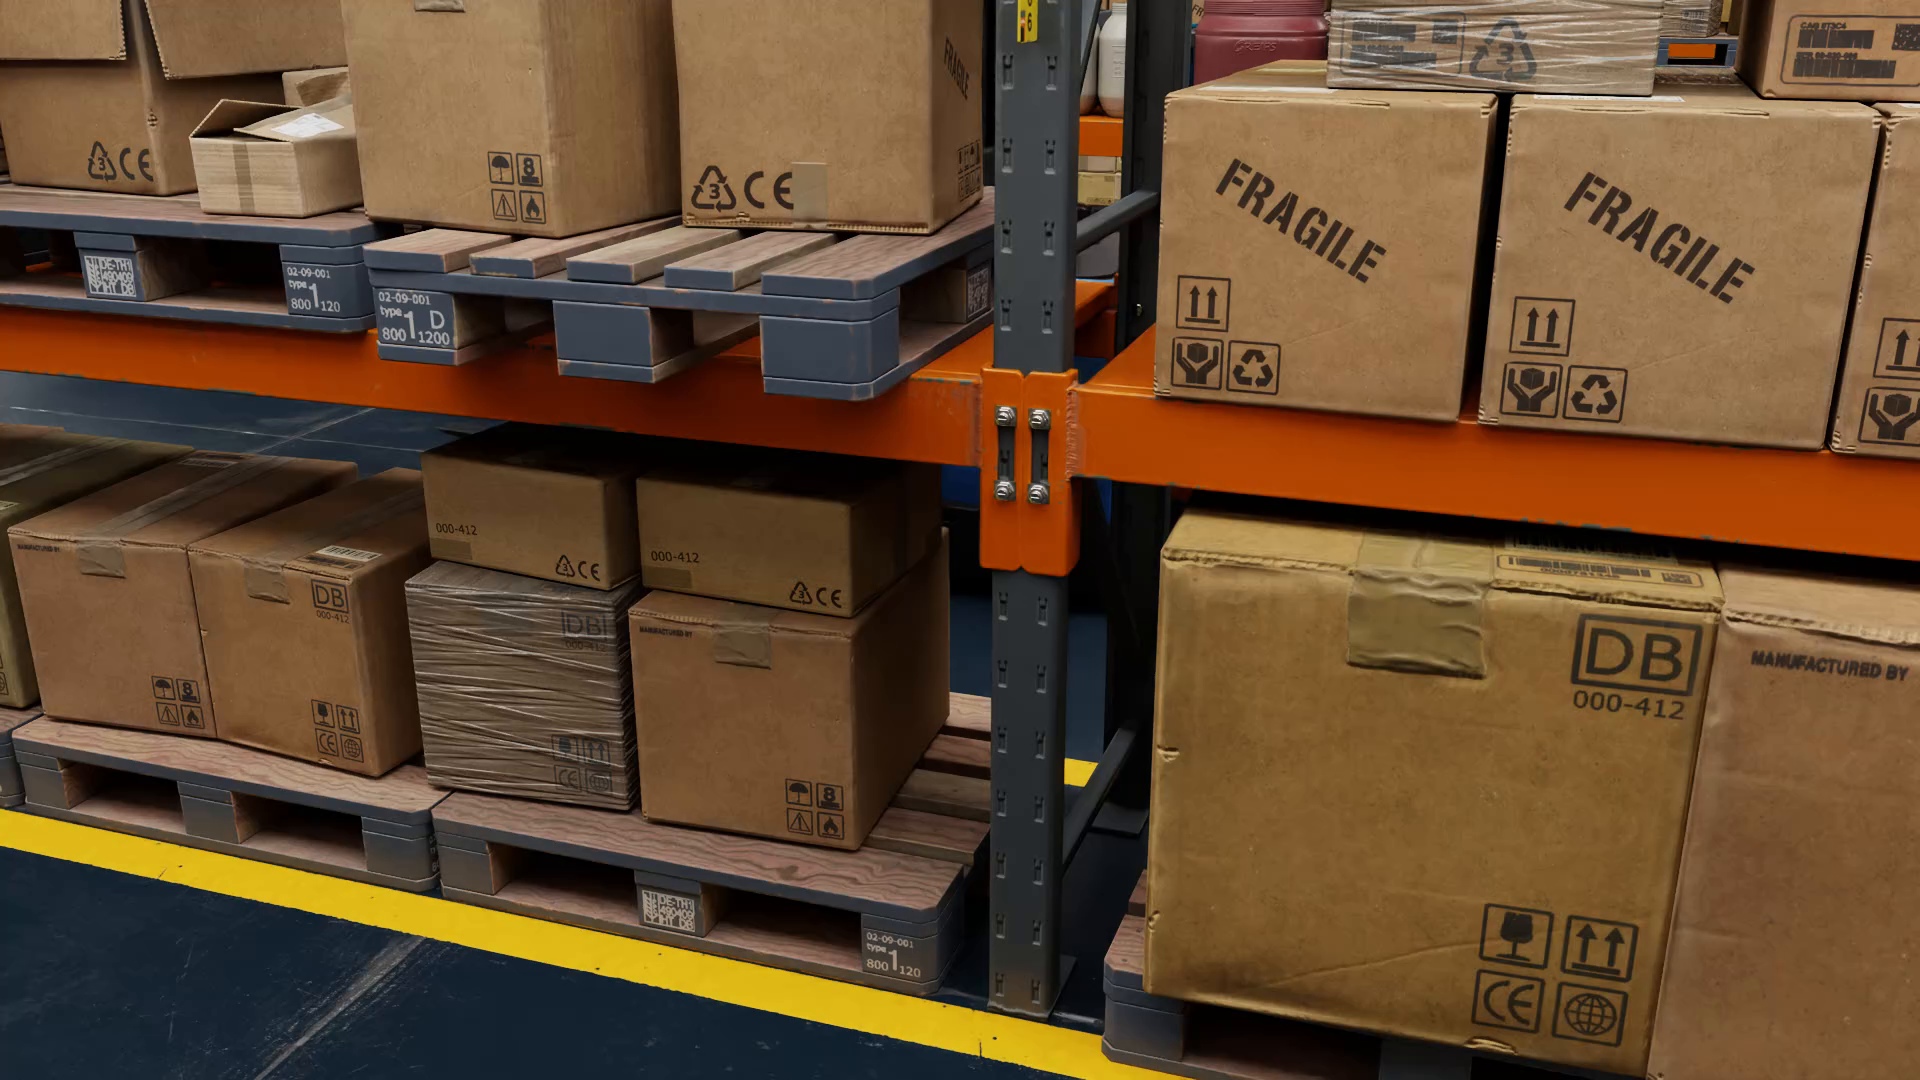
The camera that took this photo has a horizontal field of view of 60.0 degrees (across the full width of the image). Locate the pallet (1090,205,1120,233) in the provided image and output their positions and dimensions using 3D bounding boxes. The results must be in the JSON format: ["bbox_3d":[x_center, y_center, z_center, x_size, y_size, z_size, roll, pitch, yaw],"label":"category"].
[{"bbox_3d":[1.620,-2.612,13.248,1.213,0.211,1.003,7,20,18],"label":"pallet"}]

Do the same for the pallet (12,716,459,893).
[{"bbox_3d":[-1.608,0.484,4.366,1.213,0.211,1.003,7,20,18],"label":"pallet"}]

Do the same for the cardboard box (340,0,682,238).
[{"bbox_3d":[-0.805,-0.936,3.414,0.500,0.500,0.700,10,21,26],"label":"cardboard box"}]

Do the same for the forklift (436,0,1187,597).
[{"bbox_3d":[-0.611,-1.502,5.931,3.031,2.935,1.130,9,21,25],"label":"forklift"}]

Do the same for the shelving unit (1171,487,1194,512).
[{"bbox_3d":[0.810,-0.432,5.494,0.189,1.200,0.258,9,21,25],"label":"shelving unit"}]

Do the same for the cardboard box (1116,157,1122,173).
[{"bbox_3d":[1.516,-3.004,12.825,0.500,0.311,0.500,7,20,20],"label":"cardboard box"}]

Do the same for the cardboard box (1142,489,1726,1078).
[{"bbox_3d":[0.924,0.271,3.332,0.875,0.875,1.225,6,20,16],"label":"cardboard box"}]

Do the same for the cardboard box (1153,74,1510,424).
[{"bbox_3d":[0.649,-0.525,2.875,0.500,0.500,0.500,7,20,20],"label":"cardboard box"}]

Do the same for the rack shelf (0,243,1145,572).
[{"bbox_3d":[-1.611,-0.492,4.022,4.000,0.370,1.077,7,20,18],"label":"rack shelf"}]

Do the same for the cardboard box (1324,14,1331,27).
[{"bbox_3d":[2.752,-3.810,12.584,0.500,0.311,0.500,6,20,17],"label":"cardboard box"}]

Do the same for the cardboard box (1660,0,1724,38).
[{"bbox_3d":[4.966,-3.749,11.485,0.500,0.500,0.700,11,22,28],"label":"cardboard box"}]

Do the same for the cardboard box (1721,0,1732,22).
[{"bbox_3d":[6.985,-5.133,15.612,0.500,0.500,0.500,7,20,20],"label":"cardboard box"}]

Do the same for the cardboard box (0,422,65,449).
[{"bbox_3d":[-2.927,-0.002,4.653,0.500,0.500,0.700,5,20,14],"label":"cardboard box"}]

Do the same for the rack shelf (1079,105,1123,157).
[{"bbox_3d":[0.015,-2.032,8.440,4.000,0.370,1.077,7,20,18],"label":"rack shelf"}]

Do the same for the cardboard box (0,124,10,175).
[{"bbox_3d":[-2.795,-1.400,3.985,1.000,1.000,1.000,7,20,18],"label":"cardboard box"}]

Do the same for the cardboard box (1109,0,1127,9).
[{"bbox_3d":[1.446,-3.975,12.771,0.500,0.500,0.500,7,20,18],"label":"cardboard box"}]

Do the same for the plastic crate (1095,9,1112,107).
[{"bbox_3d":[0.478,-2.455,8.465,0.583,0.464,0.402,7,20,18],"label":"plastic crate"}]

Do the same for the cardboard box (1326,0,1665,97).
[{"bbox_3d":[0.964,-1.052,2.862,0.637,0.503,0.797,7,20,20],"label":"cardboard box"}]

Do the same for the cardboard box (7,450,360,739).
[{"bbox_3d":[-1.954,0.116,4.316,0.500,0.500,0.700,5,20,13],"label":"cardboard box"}]

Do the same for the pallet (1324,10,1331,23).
[{"bbox_3d":[3.272,-5.346,17.148,1.213,0.211,1.003,7,20,18],"label":"pallet"}]

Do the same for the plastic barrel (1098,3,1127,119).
[{"bbox_3d":[0.862,-2.253,7.812,0.421,0.512,0.421,0,19,0],"label":"plastic barrel"}]

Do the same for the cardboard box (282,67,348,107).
[{"bbox_3d":[-1.229,-0.995,3.964,0.500,0.250,0.500,6,20,17],"label":"cardboard box"}]

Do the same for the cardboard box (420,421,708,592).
[{"bbox_3d":[-0.868,-0.114,3.836,0.500,0.250,0.500,9,21,24],"label":"cardboard box"}]

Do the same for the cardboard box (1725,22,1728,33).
[{"bbox_3d":[7.336,-4.794,15.623,0.250,0.149,0.380,6,20,17],"label":"cardboard box"}]

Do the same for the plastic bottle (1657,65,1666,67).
[{"bbox_3d":[2.973,-1.849,7.002,0.133,0.283,0.061,7,20,18],"label":"plastic bottle"}]

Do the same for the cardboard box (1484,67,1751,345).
[{"bbox_3d":[1.295,-0.631,3.176,0.500,0.500,0.500,6,20,18],"label":"cardboard box"}]

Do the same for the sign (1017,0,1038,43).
[{"bbox_3d":[0.110,-0.955,2.620,0.005,0.325,0.100,7,20,18],"label":"sign"}]

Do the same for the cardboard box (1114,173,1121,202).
[{"bbox_3d":[1.507,-2.740,12.920,0.500,0.250,0.500,7,20,19],"label":"cardboard box"}]

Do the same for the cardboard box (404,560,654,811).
[{"bbox_3d":[-0.889,0.235,3.974,0.500,0.500,0.700,5,20,14],"label":"cardboard box"}]

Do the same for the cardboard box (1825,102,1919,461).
[{"bbox_3d":[1.622,-0.416,2.561,0.500,0.500,0.500,6,20,17],"label":"cardboard box"}]

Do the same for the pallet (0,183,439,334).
[{"bbox_3d":[-1.605,-0.726,3.893,1.213,0.211,1.003,7,20,18],"label":"pallet"}]

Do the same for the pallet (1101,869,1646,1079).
[{"bbox_3d":[0.999,0.810,3.432,1.213,0.211,1.003,7,20,18],"label":"pallet"}]

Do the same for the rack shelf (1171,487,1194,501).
[{"bbox_3d":[0.810,-0.164,5.587,0.180,0.103,0.258,9,21,25],"label":"rack shelf"}]
